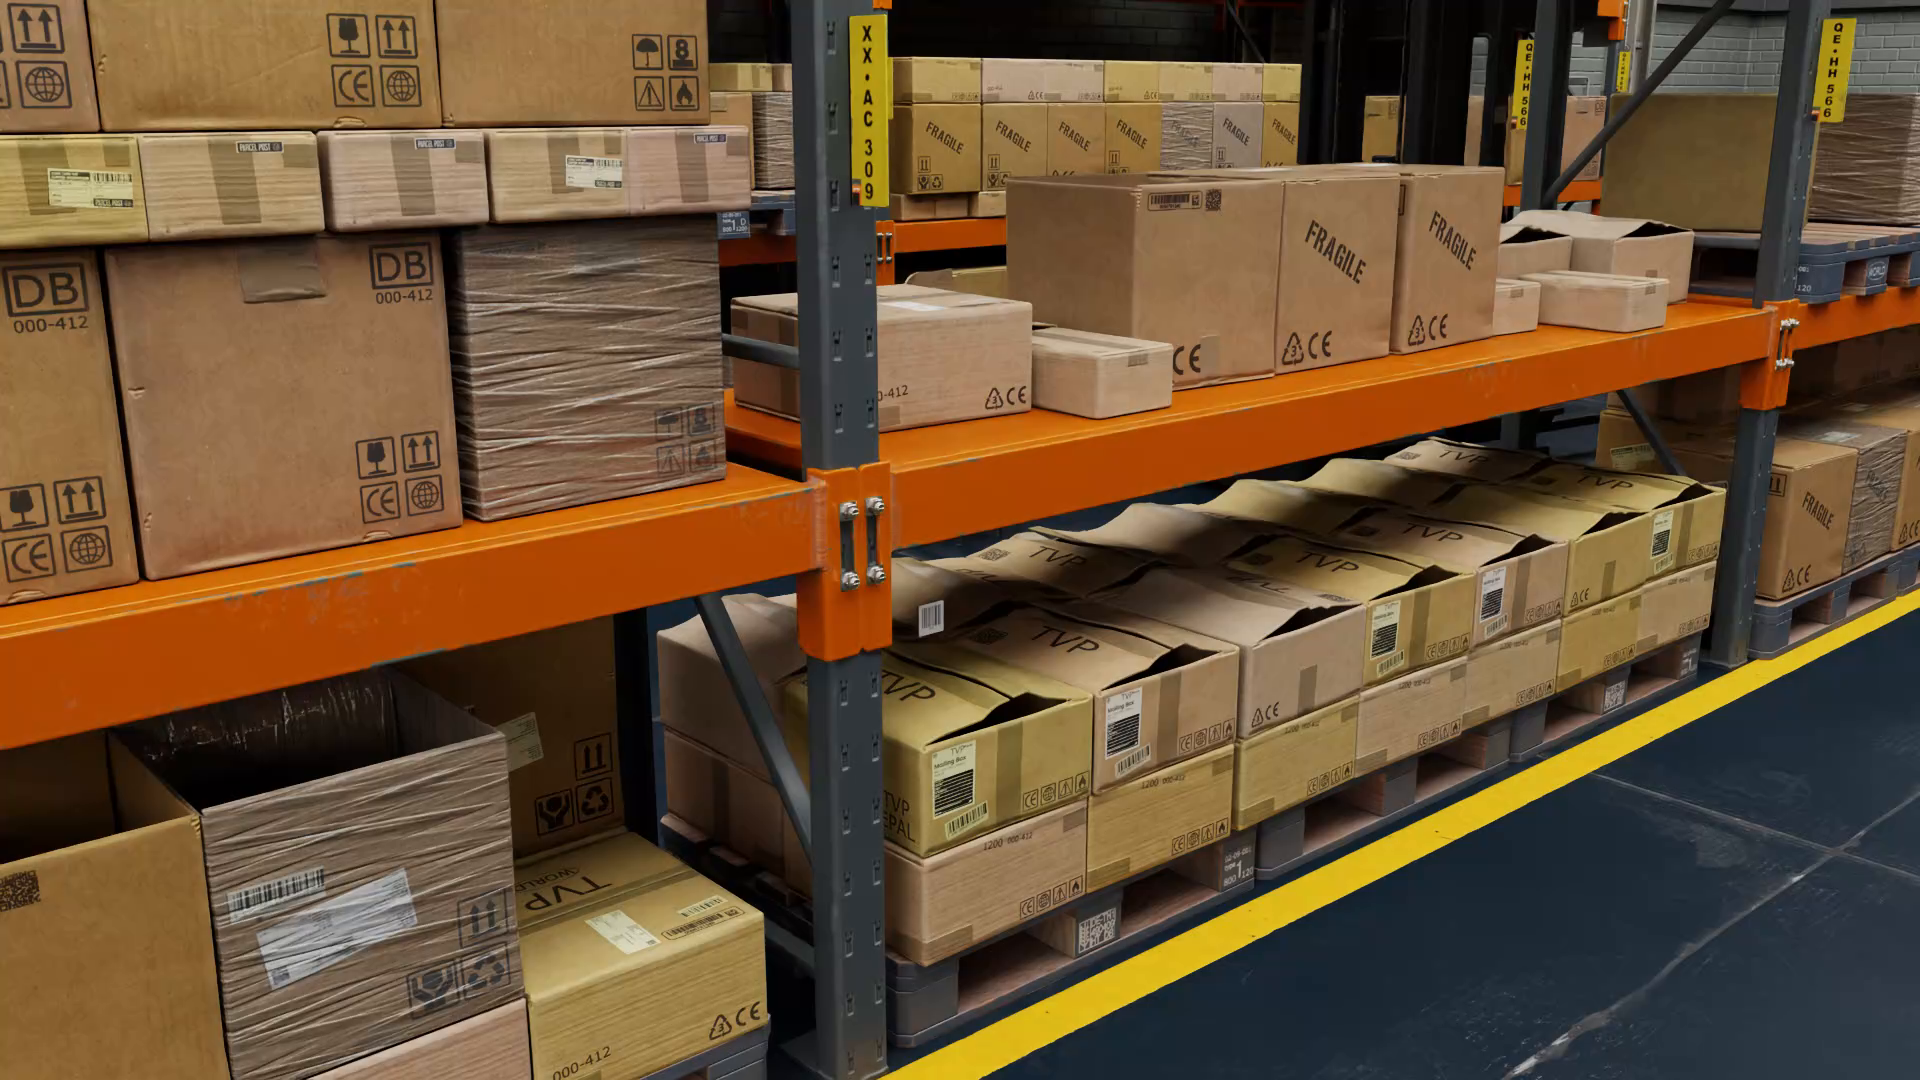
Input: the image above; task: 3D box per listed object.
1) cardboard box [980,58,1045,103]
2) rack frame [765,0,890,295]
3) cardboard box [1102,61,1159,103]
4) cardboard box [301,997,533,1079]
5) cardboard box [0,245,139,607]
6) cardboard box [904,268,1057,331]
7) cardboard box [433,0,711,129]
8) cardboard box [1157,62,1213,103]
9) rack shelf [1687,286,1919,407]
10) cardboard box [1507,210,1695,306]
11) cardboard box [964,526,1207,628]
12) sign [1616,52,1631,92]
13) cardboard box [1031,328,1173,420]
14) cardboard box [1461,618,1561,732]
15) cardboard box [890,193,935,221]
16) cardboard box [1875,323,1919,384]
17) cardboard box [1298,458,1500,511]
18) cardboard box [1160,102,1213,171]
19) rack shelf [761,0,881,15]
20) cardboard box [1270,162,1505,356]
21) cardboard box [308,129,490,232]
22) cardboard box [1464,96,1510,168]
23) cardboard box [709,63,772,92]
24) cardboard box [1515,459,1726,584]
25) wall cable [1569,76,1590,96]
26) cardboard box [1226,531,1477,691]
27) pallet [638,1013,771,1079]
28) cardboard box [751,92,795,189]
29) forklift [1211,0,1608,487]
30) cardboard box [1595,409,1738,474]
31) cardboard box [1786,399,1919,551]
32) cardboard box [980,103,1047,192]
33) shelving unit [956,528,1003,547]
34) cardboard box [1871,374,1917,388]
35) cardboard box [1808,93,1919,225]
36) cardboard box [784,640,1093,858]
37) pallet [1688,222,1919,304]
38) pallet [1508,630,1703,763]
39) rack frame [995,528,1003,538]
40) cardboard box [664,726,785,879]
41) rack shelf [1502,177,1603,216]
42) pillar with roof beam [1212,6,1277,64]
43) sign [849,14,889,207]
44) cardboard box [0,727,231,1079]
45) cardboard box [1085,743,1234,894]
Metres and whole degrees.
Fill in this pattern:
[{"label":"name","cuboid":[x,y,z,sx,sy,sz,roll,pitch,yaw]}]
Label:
[{"label":"cardboard box","cuboid":[0.154,-2.729,9.894,0.500,0.250,0.500,-13,20,-40]},{"label":"rack frame","cuboid":[-0.763,-2.047,9.603,0.127,3.000,1.000,-13,19,-39]},{"label":"cardboard box","cuboid":[0.910,-2.903,10.542,0.500,0.250,0.500,-13,20,-40]},{"label":"cardboard box","cuboid":[-1.116,0.923,2.995,0.500,0.250,0.500,-13,19,-39]},{"label":"cardboard box","cuboid":[-1.631,-0.203,2.504,0.500,0.500,0.700,-12,19,-39]},{"label":"cardboard box","cuboid":[0.017,-0.526,4.167,0.258,0.266,0.396,-13,20,-41]},{"label":"cardboard box","cuboid":[-0.856,-1.005,2.992,0.500,0.500,0.700,-13,19,-39]},{"label":"cardboard box","cuboid":[1.294,-2.989,10.866,0.500,0.250,0.500,-12,19,-38]},{"label":"rack shelf","cuboid":[4.001,-1.075,7.356,4.000,0.370,1.077,-13,19,-39]},{"label":"cardboard box","cuboid":[2.189,-0.988,5.807,0.500,0.311,0.500,-11,19,-36]},{"label":"cardboard box","cuboid":[0.358,0.151,4.801,0.500,0.311,0.500,-13,20,-40]},{"label":"sign","cuboid":[5.618,-3.969,14.092,0.005,0.325,0.100,-13,19,-39]},{"label":"cardboard box","cuboid":[0.277,-0.395,3.903,0.250,0.149,0.380,-13,19,-39]},{"label":"cardboard box","cuboid":[1.487,0.351,5.138,0.500,0.250,0.500,-12,19,-38]},{"label":"cardboard box","cuboid":[-0.362,-1.946,9.673,0.250,0.149,0.380,-13,20,-40]},{"label":"cardboard box","cuboid":[4.230,-0.925,7.937,0.500,0.250,0.500,-13,19,-39]},{"label":"cardboard box","cuboid":[1.513,-0.107,5.766,0.500,0.311,0.500,-13,20,-41]},{"label":"cardboard box","cuboid":[1.309,-2.628,10.966,0.500,0.500,0.500,-13,19,-39]},{"label":"rack shelf","cuboid":[-2.272,-2.810,8.040,4.000,0.370,1.077,-13,19,-39]},{"label":"cardboard box","cuboid":[1.237,-0.845,4.906,0.500,0.500,0.500,-14,20,-42]},{"label":"cardboard box","cuboid":[-0.974,-0.594,2.709,0.250,0.149,0.380,-13,20,-41]},{"label":"cardboard box","cuboid":[3.771,-3.207,13.361,0.700,0.700,0.980,-14,20,-42]},{"label":"cardboard box","cuboid":[-1.236,-2.500,8.994,0.380,0.149,0.250,12,19,38]},{"label":"cardboard box","cuboid":[2.258,-0.092,5.711,0.500,0.311,0.500,-12,19,-38]},{"label":"wall cable","cuboid":[5.617,-4.295,16.047,1.851,1.984,0.084,-13,19,-39]},{"label":"cardboard box","cuboid":[1.109,0.166,4.743,0.500,0.311,0.500,-12,19,-38]},{"label":"pallet","cuboid":[-1.153,1.068,3.344,1.213,0.211,1.003,-13,19,-39]},{"label":"cardboard box","cuboid":[-1.111,-2.227,9.228,0.700,0.500,0.500,13,20,40]},{"label":"forklift","cuboid":[2.610,-1.844,8.974,3.031,2.935,1.130,-10,18,-32]},{"label":"cardboard box","cuboid":[3.043,-0.293,7.025,0.500,0.500,0.500,-12,19,-37]},{"label":"cardboard box","cuboid":[3.796,-0.284,6.991,0.500,0.500,0.500,-13,20,-40]},{"label":"cardboard box","cuboid":[0.173,-2.369,9.996,0.500,0.500,0.500,-12,19,-38]},{"label":"shelving unit","cuboid":[0.040,-0.516,7.648,0.252,1.050,0.215,-13,19,-39]},{"label":"cardboard box","cuboid":[4.207,-0.556,8.010,0.500,0.500,0.500,-12,19,-39]},{"label":"cardboard box","cuboid":[3.708,-1.581,6.850,0.500,0.500,0.700,-9,17,-29]},{"label":"cardboard box","cuboid":[-0.050,0.427,3.767,0.500,0.311,0.500,-13,19,-39]},{"label":"pallet","cuboid":[2.957,-1.120,6.501,1.003,0.211,1.213,-13,19,-39]},{"label":"pallet","cuboid":[1.845,0.395,5.861,1.213,0.211,1.003,-13,19,-39]},{"label":"rack frame","cuboid":[0.132,-0.537,7.726,0.008,1.050,0.200,-13,19,-39]},{"label":"cardboard box","cuboid":[-0.403,0.593,4.233,0.500,0.250,0.500,-13,20,-40]},{"label":"rack shelf","cuboid":[3.764,-2.716,13.501,4.000,0.370,1.077,-13,19,-39]},{"label":"pillar with roof beam","cuboid":[5.041,-5.072,9.302,0.400,9.000,9.100,-13,19,-39]},{"label":"sign","cuboid":[-0.160,-0.755,2.932,0.005,0.325,0.100,-13,19,-39]},{"label":"cardboard box","cuboid":[-1.492,0.646,2.580,0.500,0.500,0.500,-13,19,-39]},{"label":"cardboard box","cuboid":[0.328,0.613,4.157,0.500,0.250,0.500,-12,19,-38]}]
